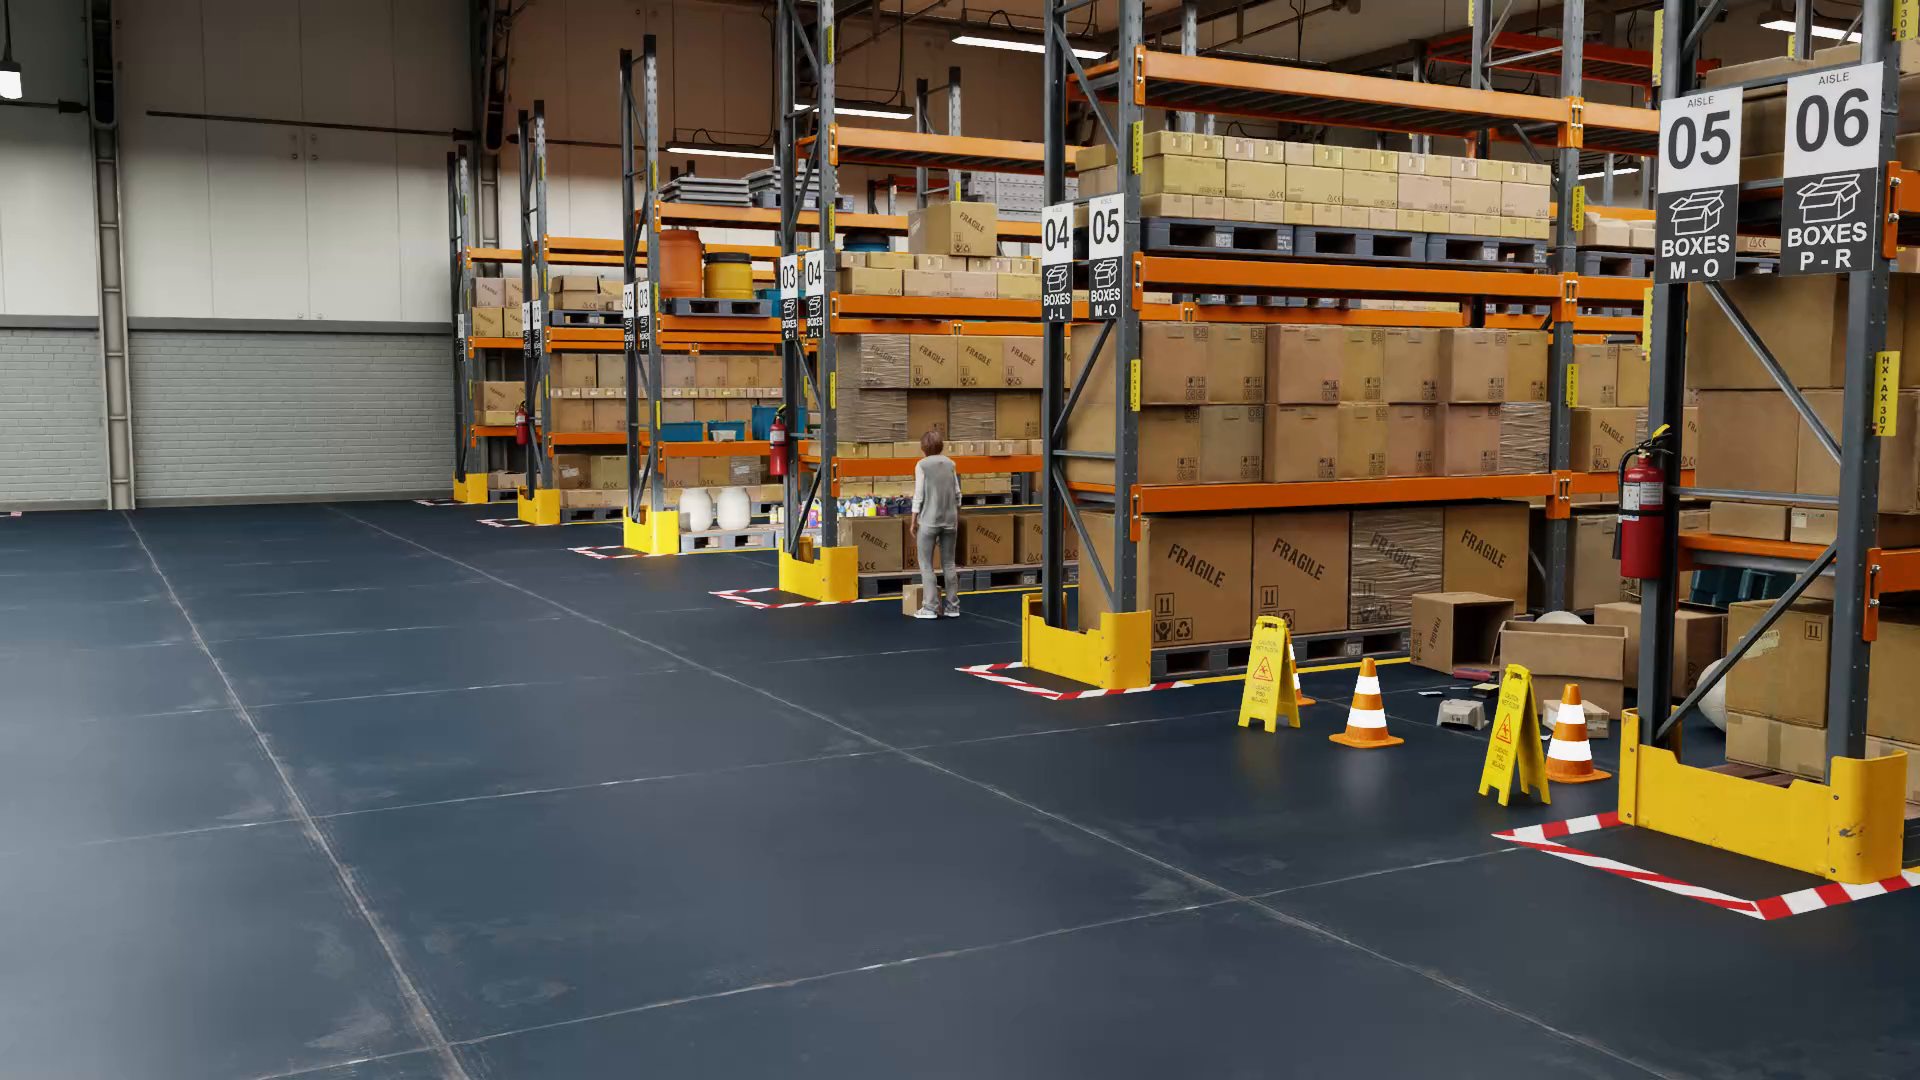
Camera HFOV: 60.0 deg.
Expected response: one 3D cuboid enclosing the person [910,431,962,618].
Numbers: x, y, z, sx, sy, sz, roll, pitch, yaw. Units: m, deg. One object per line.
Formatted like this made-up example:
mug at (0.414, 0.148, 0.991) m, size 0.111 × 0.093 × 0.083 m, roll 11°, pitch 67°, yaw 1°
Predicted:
person at (-0.201, -0.128, 14.124) m, size 0.461 × 1.593 × 0.343 m, roll -3°, pitch 6°, yaw -28°
